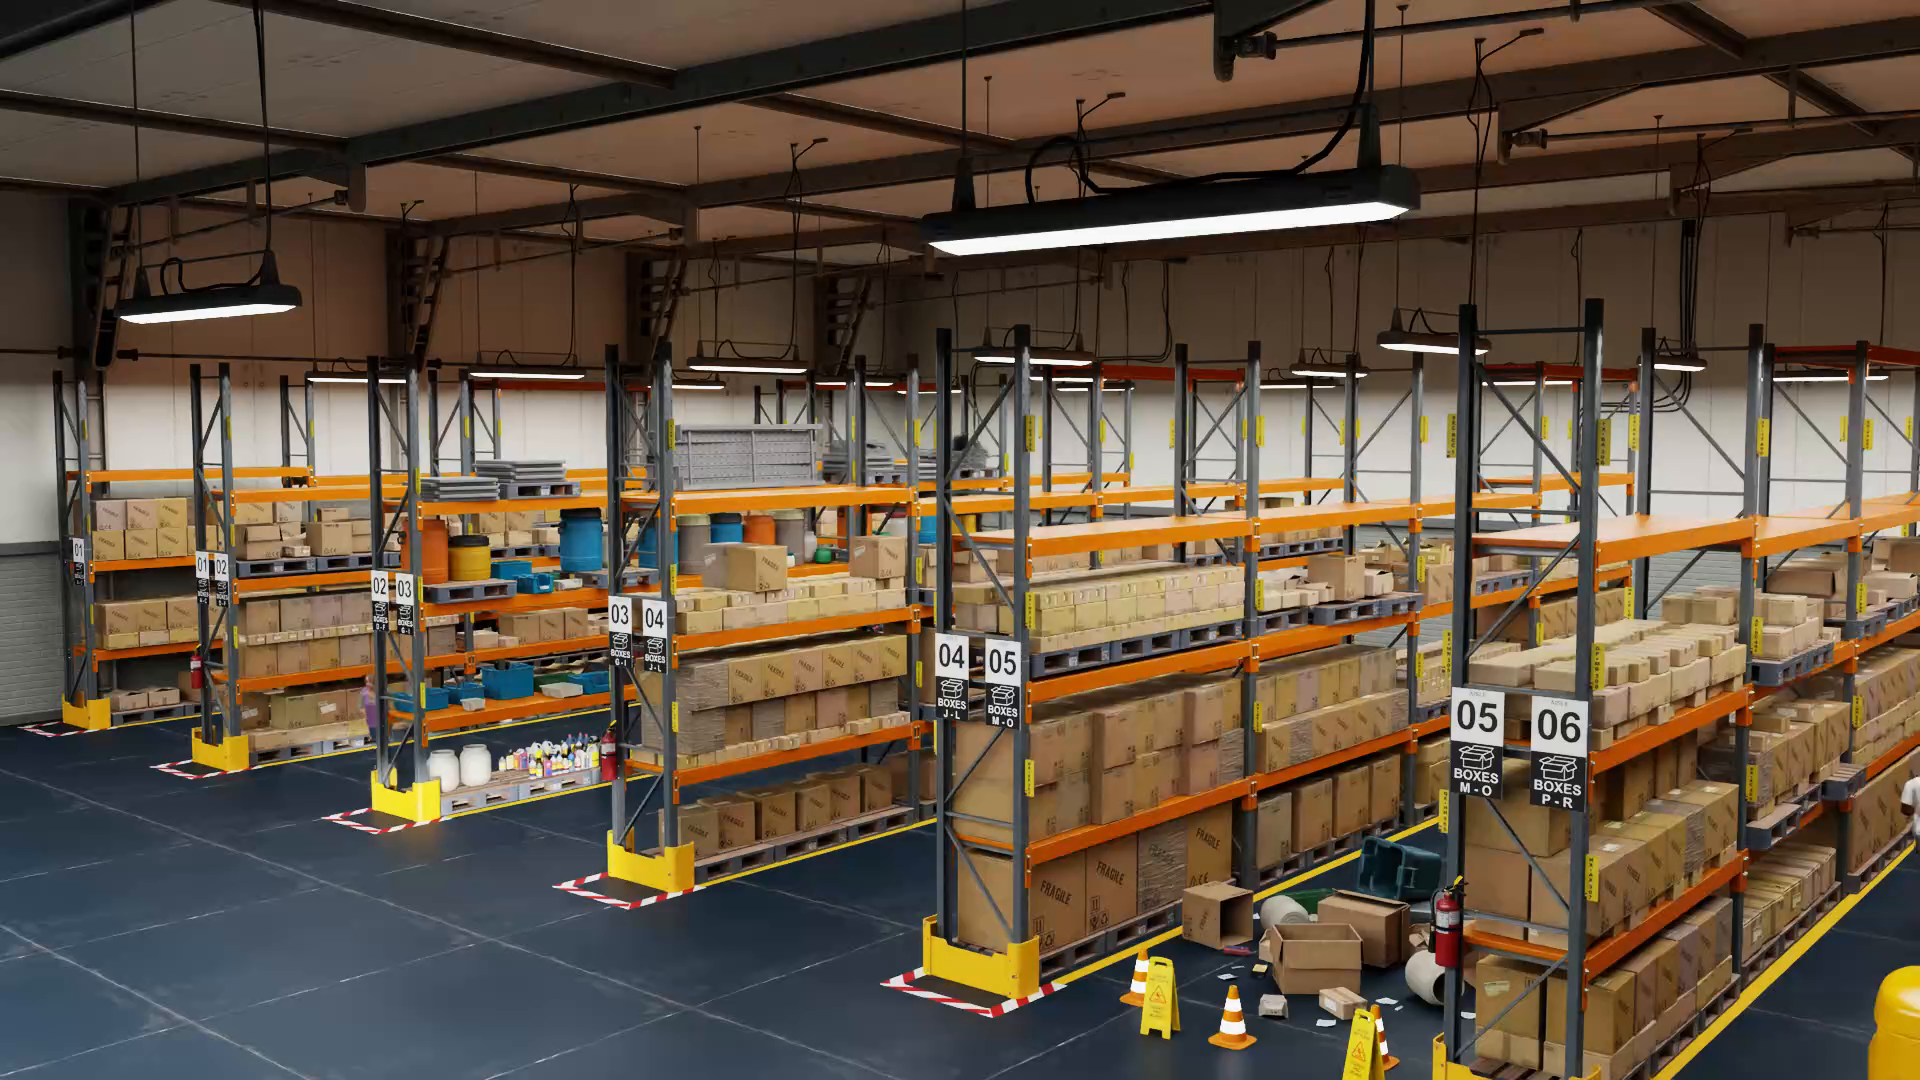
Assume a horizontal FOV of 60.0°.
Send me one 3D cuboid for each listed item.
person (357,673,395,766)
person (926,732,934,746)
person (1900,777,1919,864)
[{"bbox_3d":[-8.374,2.660,23.925,0.469,1.528,0.892,0,4,6],"label":"person"},{"bbox_3d":[-0.567,2.451,26.219,0.569,1.656,0.751,1,4,10],"label":"person"},{"bbox_3d":[10.179,3.081,17.305,0.705,1.681,0.709,2,4,23],"label":"person"}]
